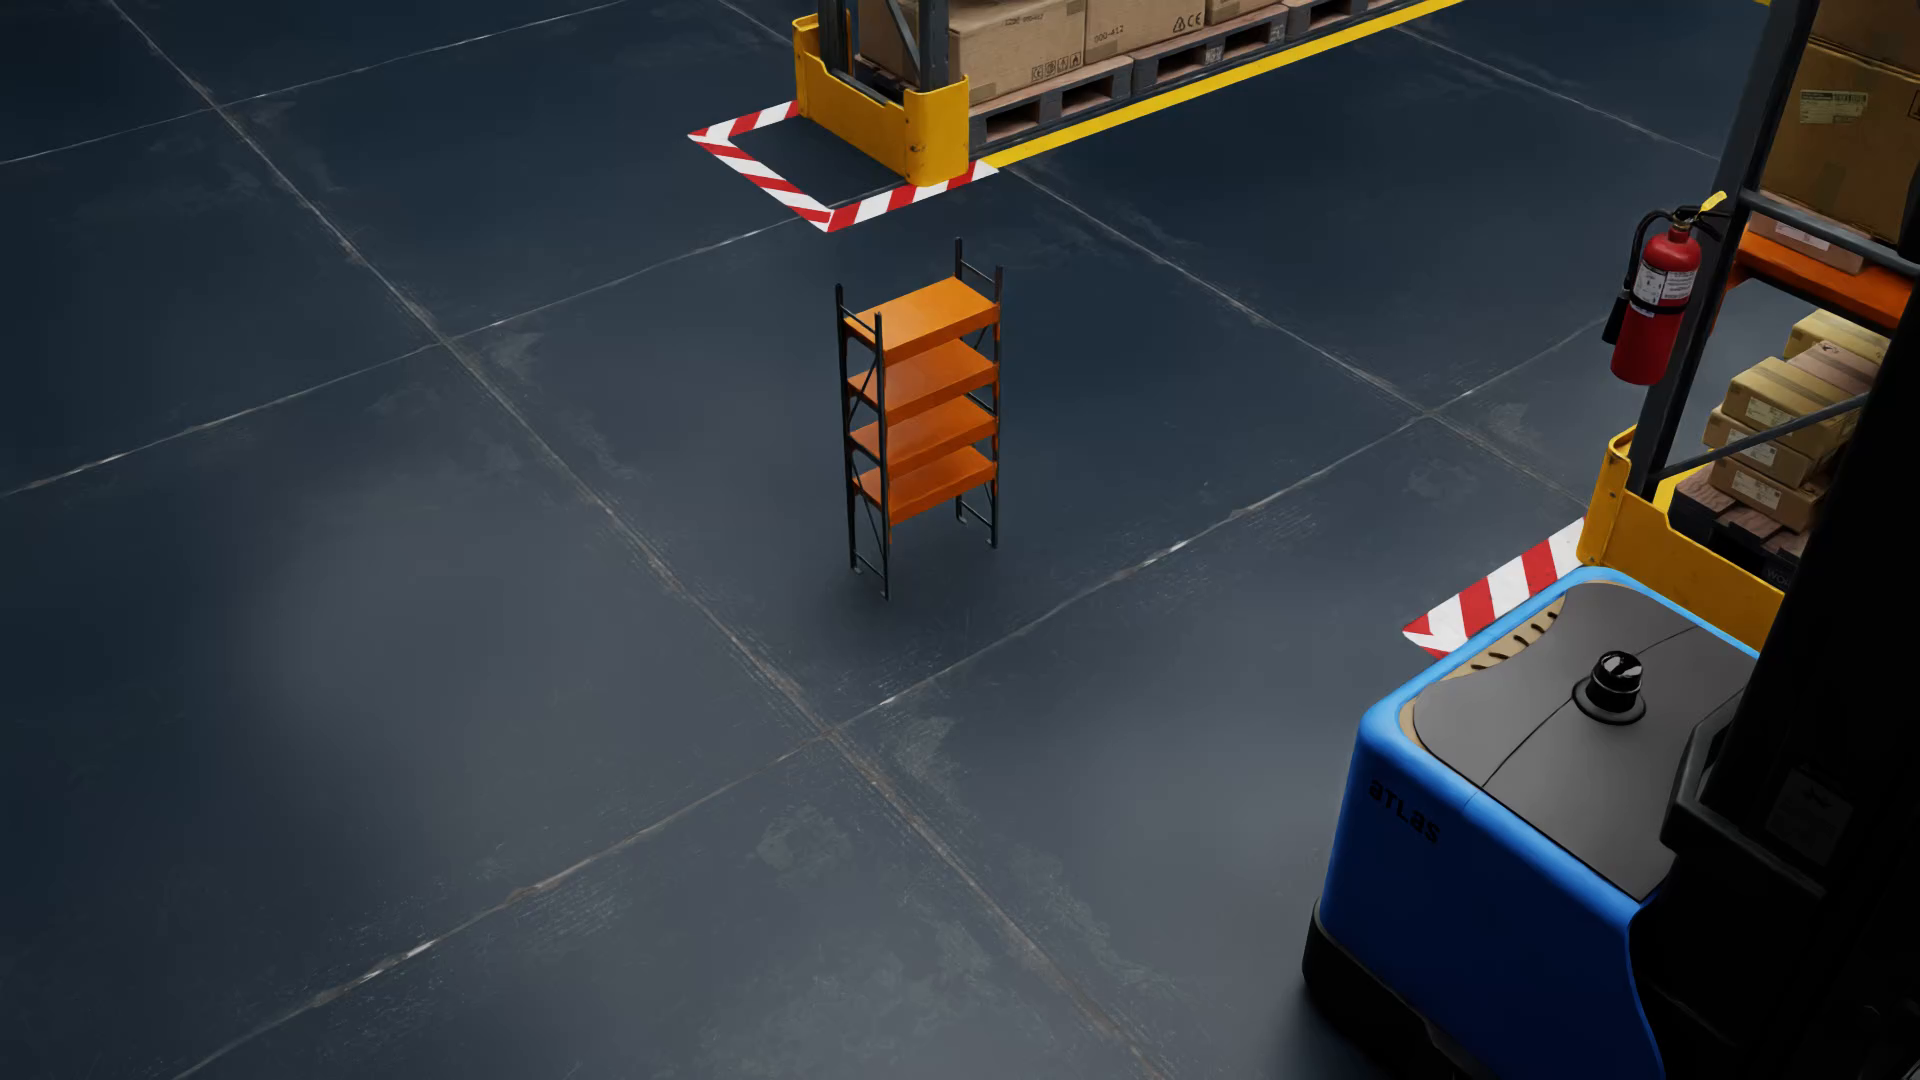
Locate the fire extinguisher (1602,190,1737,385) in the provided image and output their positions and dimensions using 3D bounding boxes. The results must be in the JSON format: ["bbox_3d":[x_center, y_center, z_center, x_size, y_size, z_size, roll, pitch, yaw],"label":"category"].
[{"bbox_3d":[2.213,-0.810,5.228,0.183,0.674,0.296,-26,46,-28],"label":"fire extinguisher"}]

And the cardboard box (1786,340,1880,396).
[{"bbox_3d":[3.194,-0.540,5.991,0.250,0.149,0.380,-25,46,-27],"label":"cardboard box"}]

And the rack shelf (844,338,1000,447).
[{"bbox_3d":[-0.131,-0.521,5.692,0.480,0.148,0.258,-26,46,-28],"label":"rack shelf"}]

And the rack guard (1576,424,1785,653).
[{"bbox_3d":[2.755,0.087,5.749,0.348,0.500,1.175,-26,46,-28],"label":"rack guard"}]

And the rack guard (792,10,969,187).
[{"bbox_3d":[-0.421,-2.324,8.689,0.348,0.500,1.175,-26,46,-28],"label":"rack guard"}]

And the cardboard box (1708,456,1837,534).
[{"bbox_3d":[2.985,-0.218,6.068,0.250,0.149,0.380,-25,46,-27],"label":"cardboard box"}]

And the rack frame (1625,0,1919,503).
[{"bbox_3d":[2.694,-0.850,4.921,0.127,3.000,1.000,-26,46,-28],"label":"rack frame"}]

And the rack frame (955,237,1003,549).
[{"bbox_3d":[0.062,-0.494,5.906,0.015,1.200,0.240,-26,46,-28],"label":"rack frame"}]

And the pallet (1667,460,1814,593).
[{"bbox_3d":[3.420,-0.097,6.202,1.213,0.211,1.003,-26,46,-28],"label":"pallet"}]

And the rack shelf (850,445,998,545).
[{"bbox_3d":[-0.131,-0.194,5.960,0.480,0.148,0.258,-26,46,-28],"label":"rack shelf"}]

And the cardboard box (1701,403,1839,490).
[{"bbox_3d":[2.939,-0.372,6.021,0.250,0.149,0.380,-27,47,-29],"label":"cardboard box"}]

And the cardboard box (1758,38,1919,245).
[{"bbox_3d":[2.894,-1.306,5.164,0.500,0.500,0.500,-25,46,-27],"label":"cardboard box"}]

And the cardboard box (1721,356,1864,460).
[{"bbox_3d":[2.960,-0.472,5.908,0.250,0.149,0.380,-25,46,-28],"label":"cardboard box"}]

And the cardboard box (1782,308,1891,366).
[{"bbox_3d":[3.322,-0.704,6.191,0.250,0.149,0.380,-27,46,-29],"label":"cardboard box"}]

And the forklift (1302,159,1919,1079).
[{"bbox_3d":[2.272,0.663,3.131,1.130,2.935,3.031,-27,46,-29],"label":"forklift"}]

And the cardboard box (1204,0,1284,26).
[{"bbox_3d":[1.497,-3.483,9.819,0.875,0.438,0.875,-27,47,-29],"label":"cardboard box"}]

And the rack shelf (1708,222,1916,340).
[{"bbox_3d":[4.280,-1.345,6.091,4.000,0.370,1.077,-26,46,-28],"label":"rack shelf"}]

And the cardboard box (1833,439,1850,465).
[{"bbox_3d":[3.179,-0.446,6.111,0.250,0.149,0.380,-27,47,-29],"label":"cardboard box"}]

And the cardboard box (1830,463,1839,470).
[{"bbox_3d":[3.127,-0.369,6.251,0.250,0.149,0.380,-25,45,-27],"label":"cardboard box"}]

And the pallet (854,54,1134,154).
[{"bbox_3d":[0.184,-2.570,9.217,1.213,0.211,1.003,-26,46,-28],"label":"pallet"}]

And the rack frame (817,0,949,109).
[{"bbox_3d":[-0.402,-3.300,7.908,0.127,3.000,1.000,-26,46,-28],"label":"rack frame"}]

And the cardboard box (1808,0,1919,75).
[{"bbox_3d":[2.906,-1.692,4.846,0.500,0.500,0.500,-27,46,-29],"label":"cardboard box"}]

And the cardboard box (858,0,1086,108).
[{"bbox_3d":[0.060,-2.777,8.959,0.875,0.438,0.875,-28,47,-29],"label":"cardboard box"}]

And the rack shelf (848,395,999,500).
[{"bbox_3d":[-0.131,-0.348,5.834,0.480,0.148,0.258,-26,46,-28],"label":"rack shelf"}]

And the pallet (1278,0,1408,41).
[{"bbox_3d":[2.119,-3.513,10.366,1.213,0.211,1.003,-26,46,-28],"label":"pallet"}]

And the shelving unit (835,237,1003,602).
[{"bbox_3d":[-0.131,-0.400,5.791,0.503,1.200,0.258,-26,46,-28],"label":"shelving unit"}]

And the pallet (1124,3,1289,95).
[{"bbox_3d":[1.151,-3.039,9.788,1.213,0.211,1.003,-26,46,-28],"label":"pallet"}]

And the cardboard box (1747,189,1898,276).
[{"bbox_3d":[2.781,-1.021,5.327,0.250,0.149,0.380,-26,46,-28],"label":"cardboard box"}]

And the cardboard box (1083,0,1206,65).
[{"bbox_3d":[0.781,-3.135,9.396,0.875,0.438,0.875,-25,45,-27],"label":"cardboard box"}]

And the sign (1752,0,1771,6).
[{"bbox_3d":[2.372,-1.706,4.803,0.005,0.325,0.100,-26,46,-28],"label":"sign"}]

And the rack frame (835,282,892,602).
[{"bbox_3d":[-0.325,-0.306,5.677,0.015,1.200,0.240,-26,46,-28],"label":"rack frame"}]

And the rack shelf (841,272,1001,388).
[{"bbox_3d":[-0.131,-0.704,5.542,0.480,0.148,0.258,-26,46,-28],"label":"rack shelf"}]
